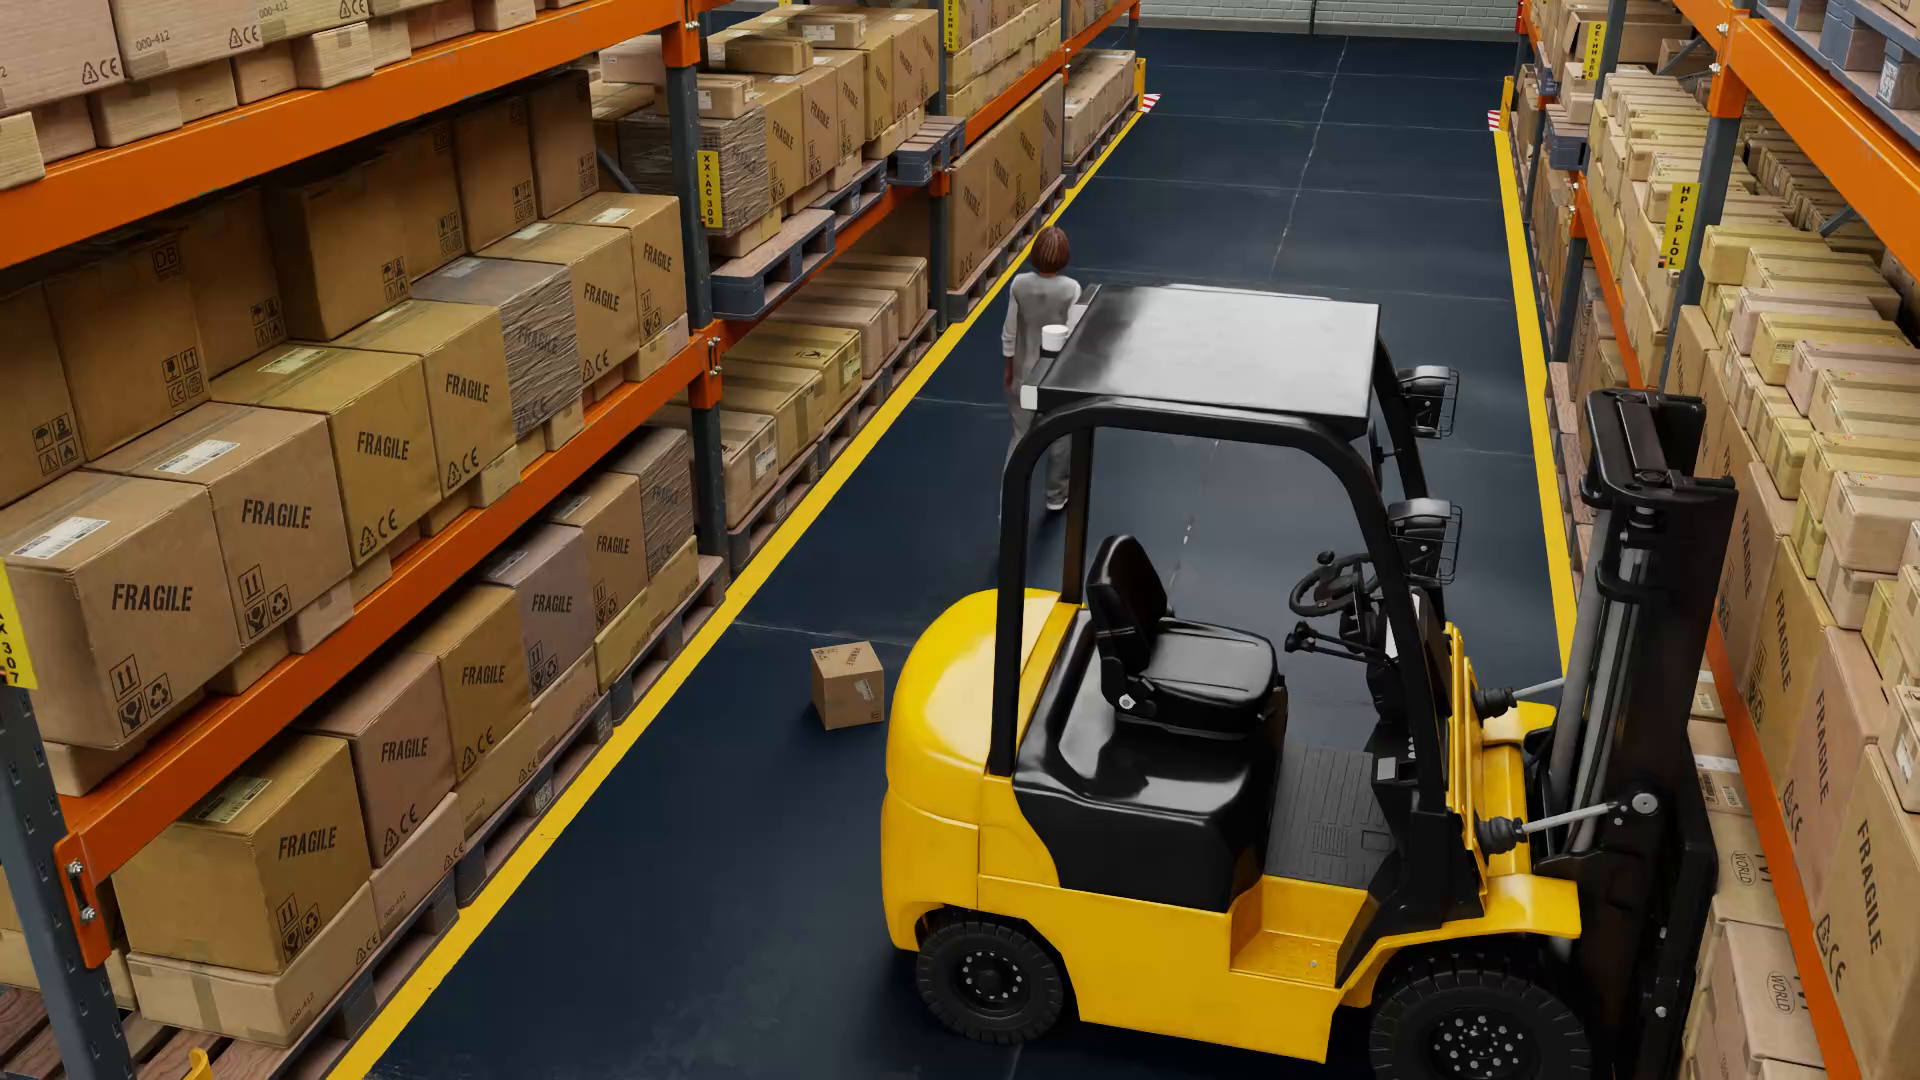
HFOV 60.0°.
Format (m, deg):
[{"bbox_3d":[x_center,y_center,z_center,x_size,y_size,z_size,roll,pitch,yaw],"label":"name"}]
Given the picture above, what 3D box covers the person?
[{"bbox_3d":[0.405,-0.798,8.261,0.430,1.552,0.822,6,26,11],"label":"person"}]
